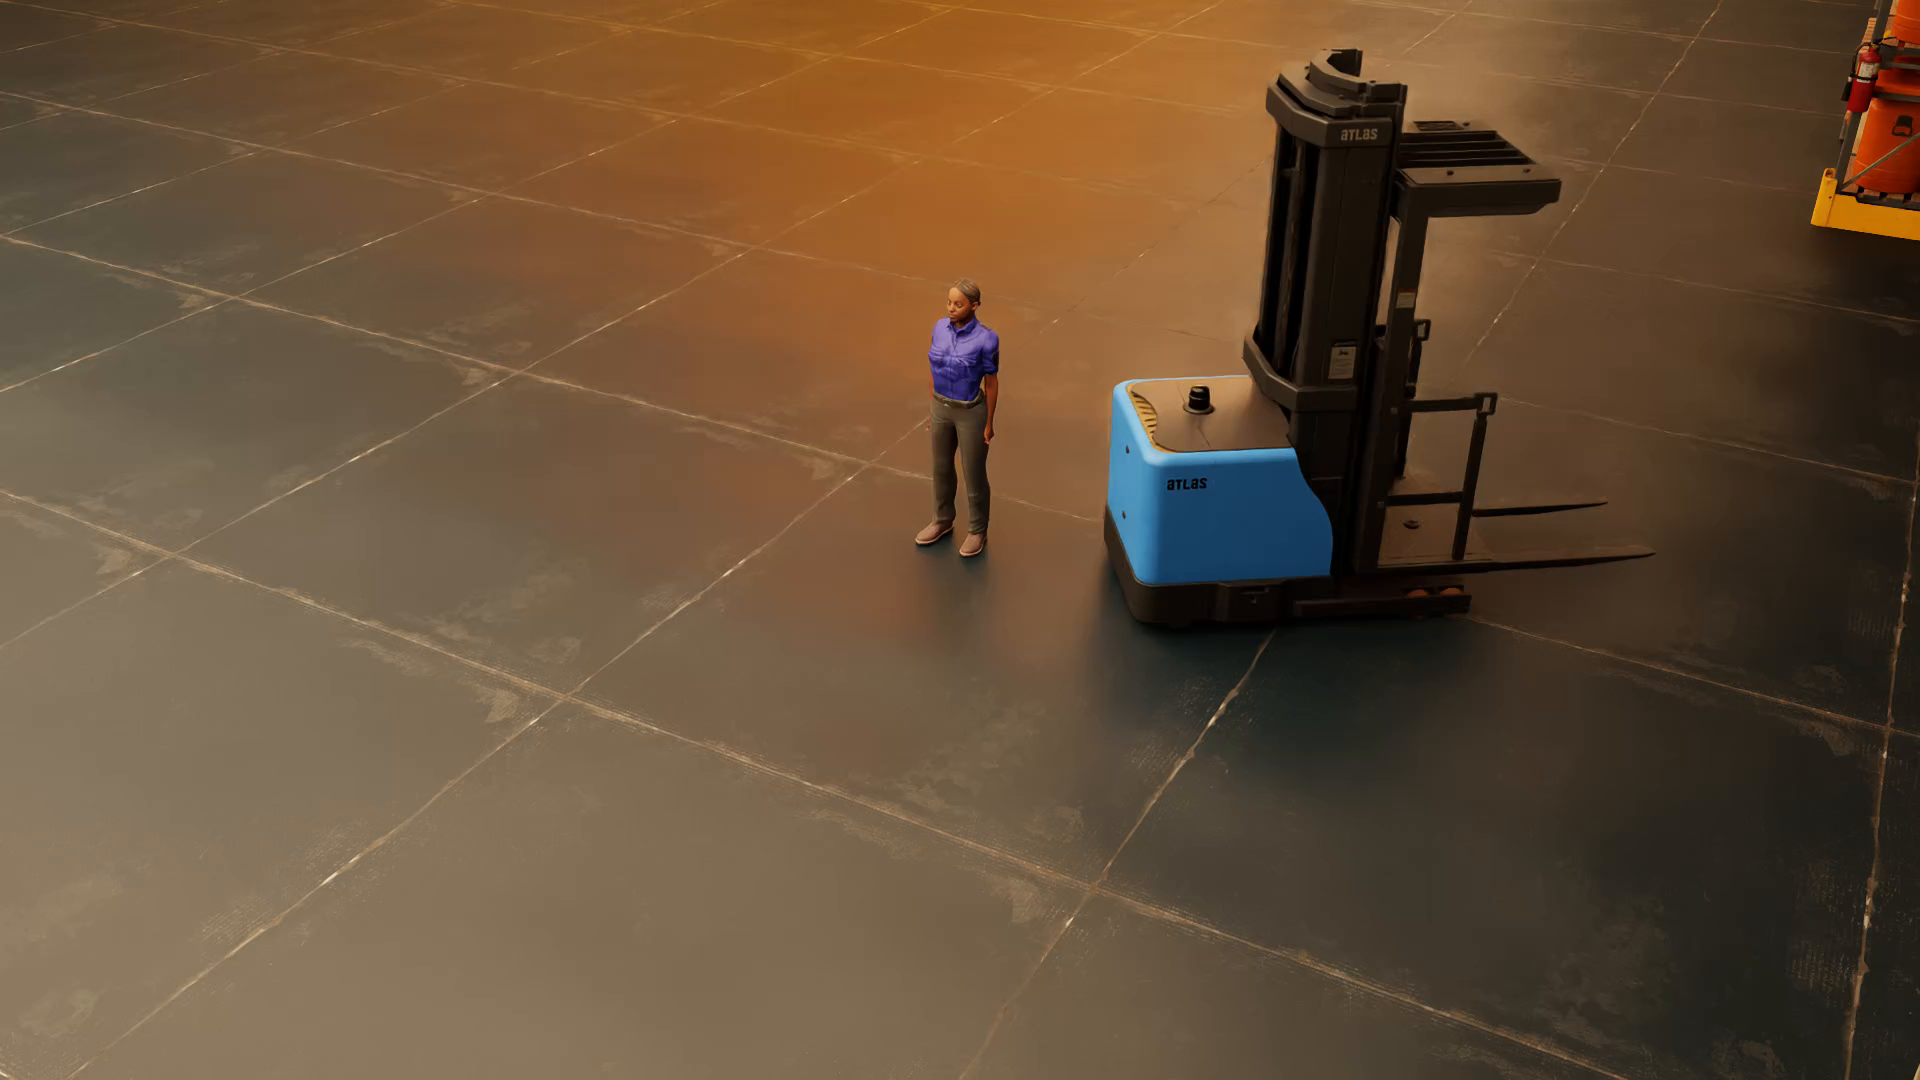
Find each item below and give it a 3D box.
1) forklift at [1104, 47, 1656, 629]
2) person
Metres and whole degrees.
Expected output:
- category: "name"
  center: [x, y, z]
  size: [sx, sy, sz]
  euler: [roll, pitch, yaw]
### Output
- category: "forklift"
  center: [2.407, -1.086, 8.953]
  size: [3.031, 2.935, 1.130]
  euler: [-3, 30, -5]
- category: "person"
  center: [-0.012, -0.710, 9.579]
  size: [0.451, 1.660, 0.335]
  euler: [15, 33, 25]
